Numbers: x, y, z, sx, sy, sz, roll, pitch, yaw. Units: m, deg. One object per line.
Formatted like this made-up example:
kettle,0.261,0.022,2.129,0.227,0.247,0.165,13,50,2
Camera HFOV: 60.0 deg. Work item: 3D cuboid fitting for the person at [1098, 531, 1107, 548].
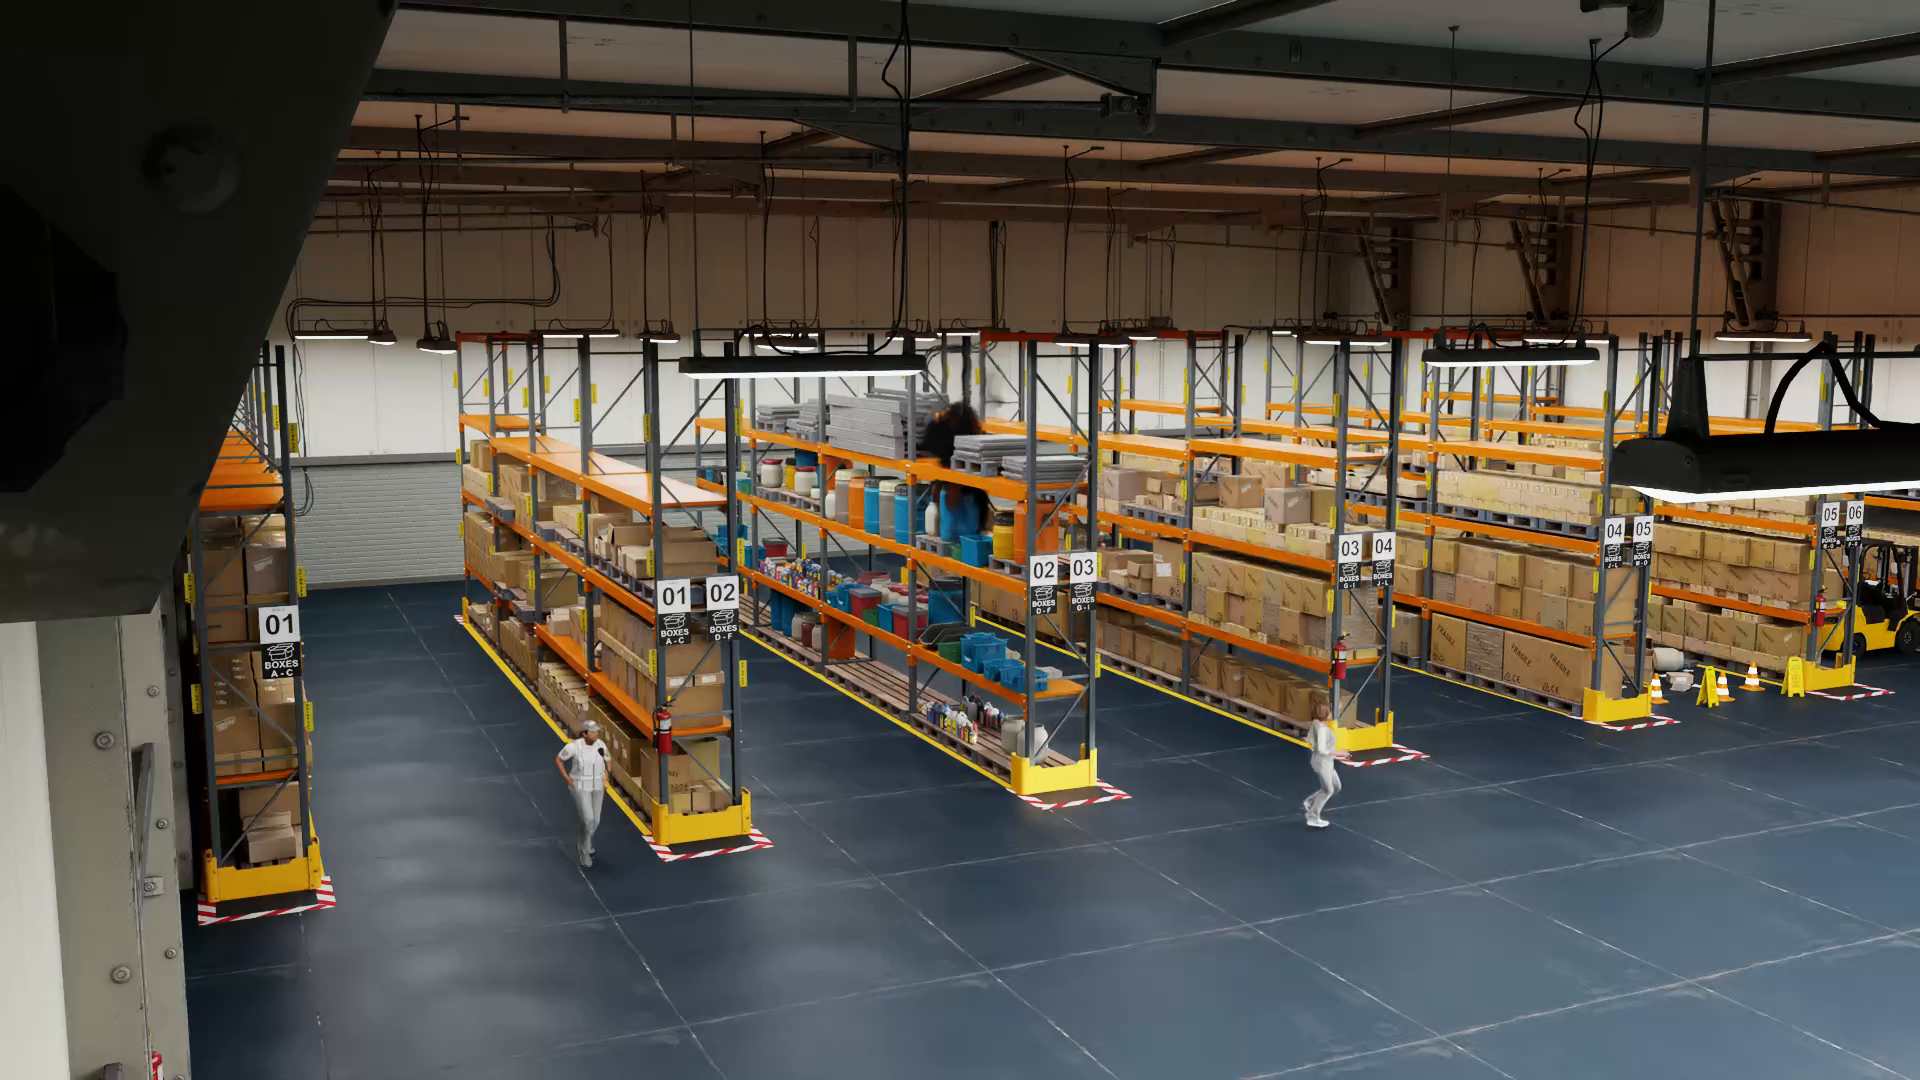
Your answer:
person,2.942,0.700,35.192,0.684,1.809,0.802,-5,9,-32

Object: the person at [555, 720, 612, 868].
person,-4.328,2.927,19.371,0.614,1.690,0.673,-6,10,-39

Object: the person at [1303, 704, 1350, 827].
person,4.544,2.794,20.609,0.536,1.543,0.526,1,8,7
